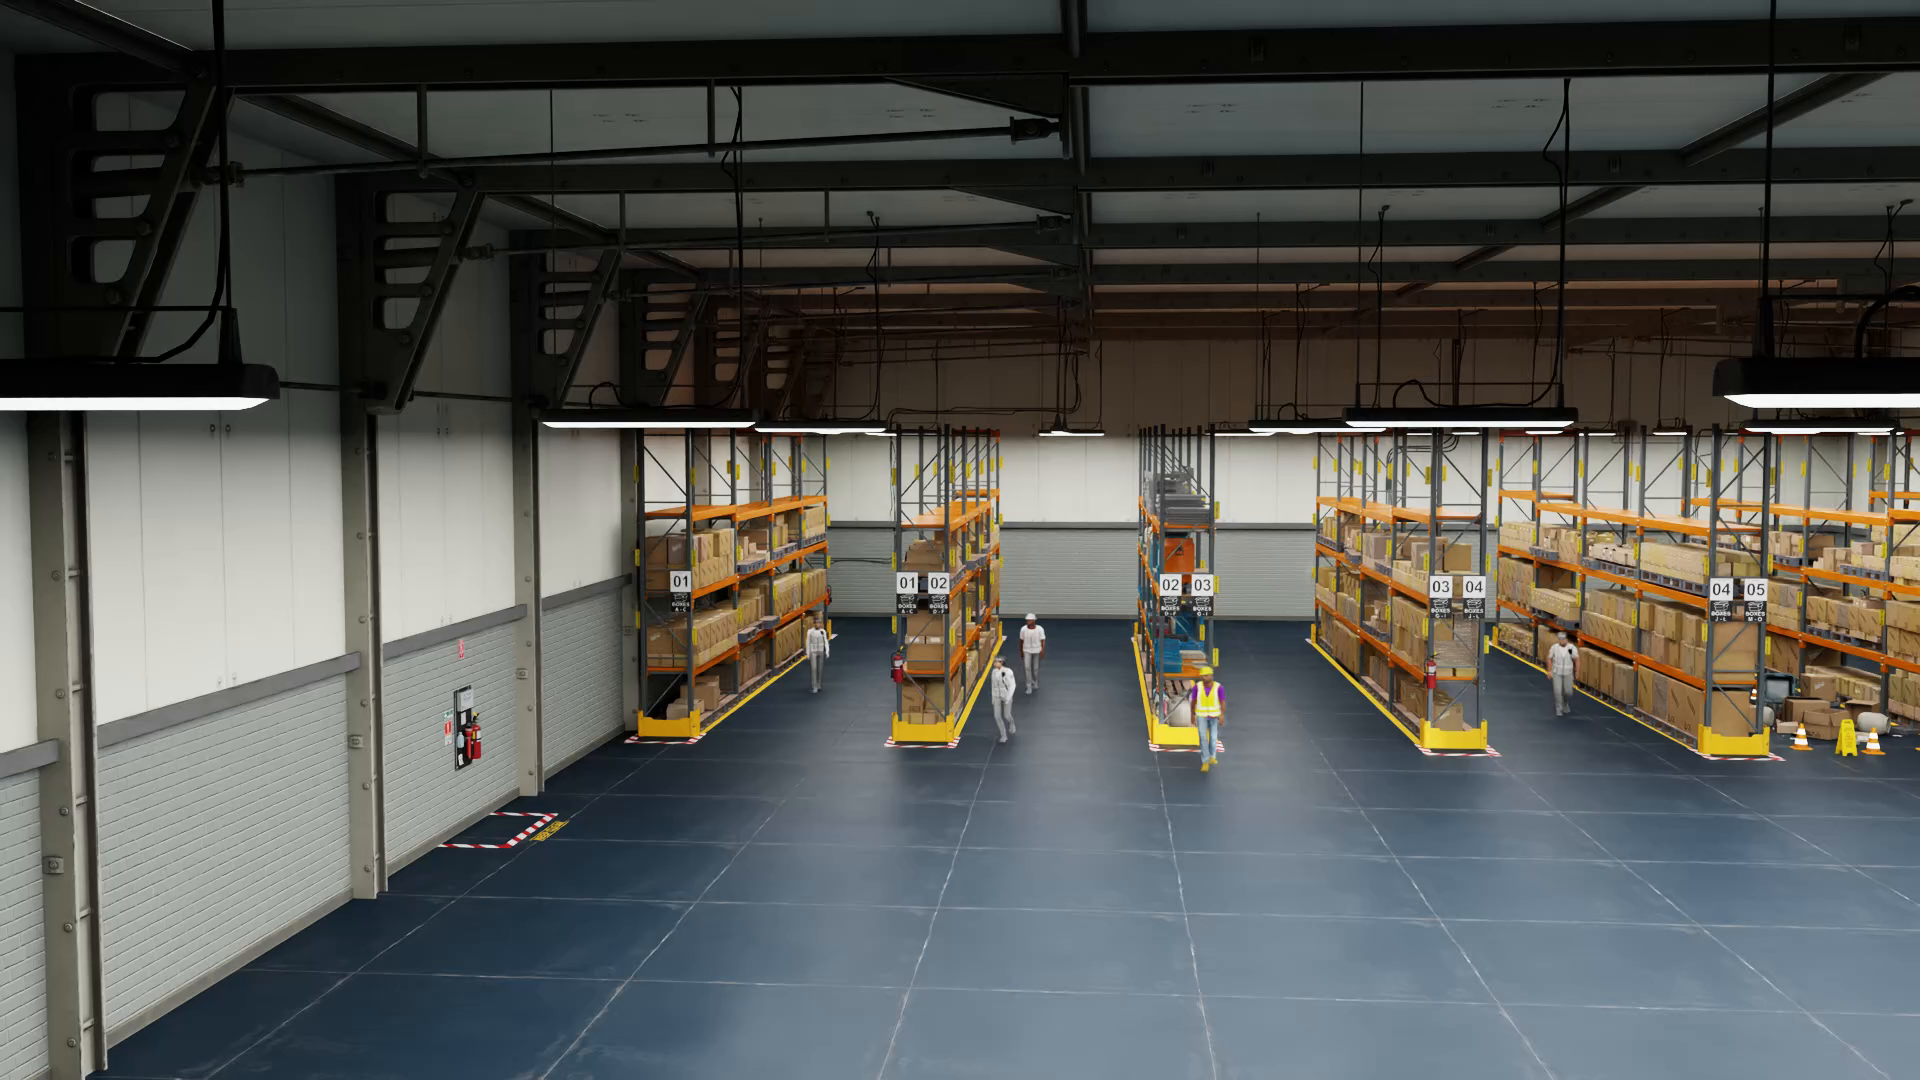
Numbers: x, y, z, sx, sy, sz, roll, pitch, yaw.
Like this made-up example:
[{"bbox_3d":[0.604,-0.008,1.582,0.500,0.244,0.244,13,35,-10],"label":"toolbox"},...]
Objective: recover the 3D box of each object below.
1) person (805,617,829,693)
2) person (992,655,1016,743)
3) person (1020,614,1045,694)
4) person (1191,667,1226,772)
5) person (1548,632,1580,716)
[{"bbox_3d":[-3.203,2.602,37.765,0.507,1.683,0.685,-1,4,-21],"label":"person"},{"bbox_3d":[0.819,2.988,31.555,0.549,1.649,0.526,2,4,27],"label":"person"},{"bbox_3d":[1.633,2.557,37.659,0.589,1.777,0.814,0,3,5],"label":"person"},{"bbox_3d":[4.316,3.081,28.902,0.601,1.750,0.881,1,4,9],"label":"person"},{"bbox_3d":[12.526,2.757,34.508,0.635,1.751,0.503,1,4,20],"label":"person"}]
